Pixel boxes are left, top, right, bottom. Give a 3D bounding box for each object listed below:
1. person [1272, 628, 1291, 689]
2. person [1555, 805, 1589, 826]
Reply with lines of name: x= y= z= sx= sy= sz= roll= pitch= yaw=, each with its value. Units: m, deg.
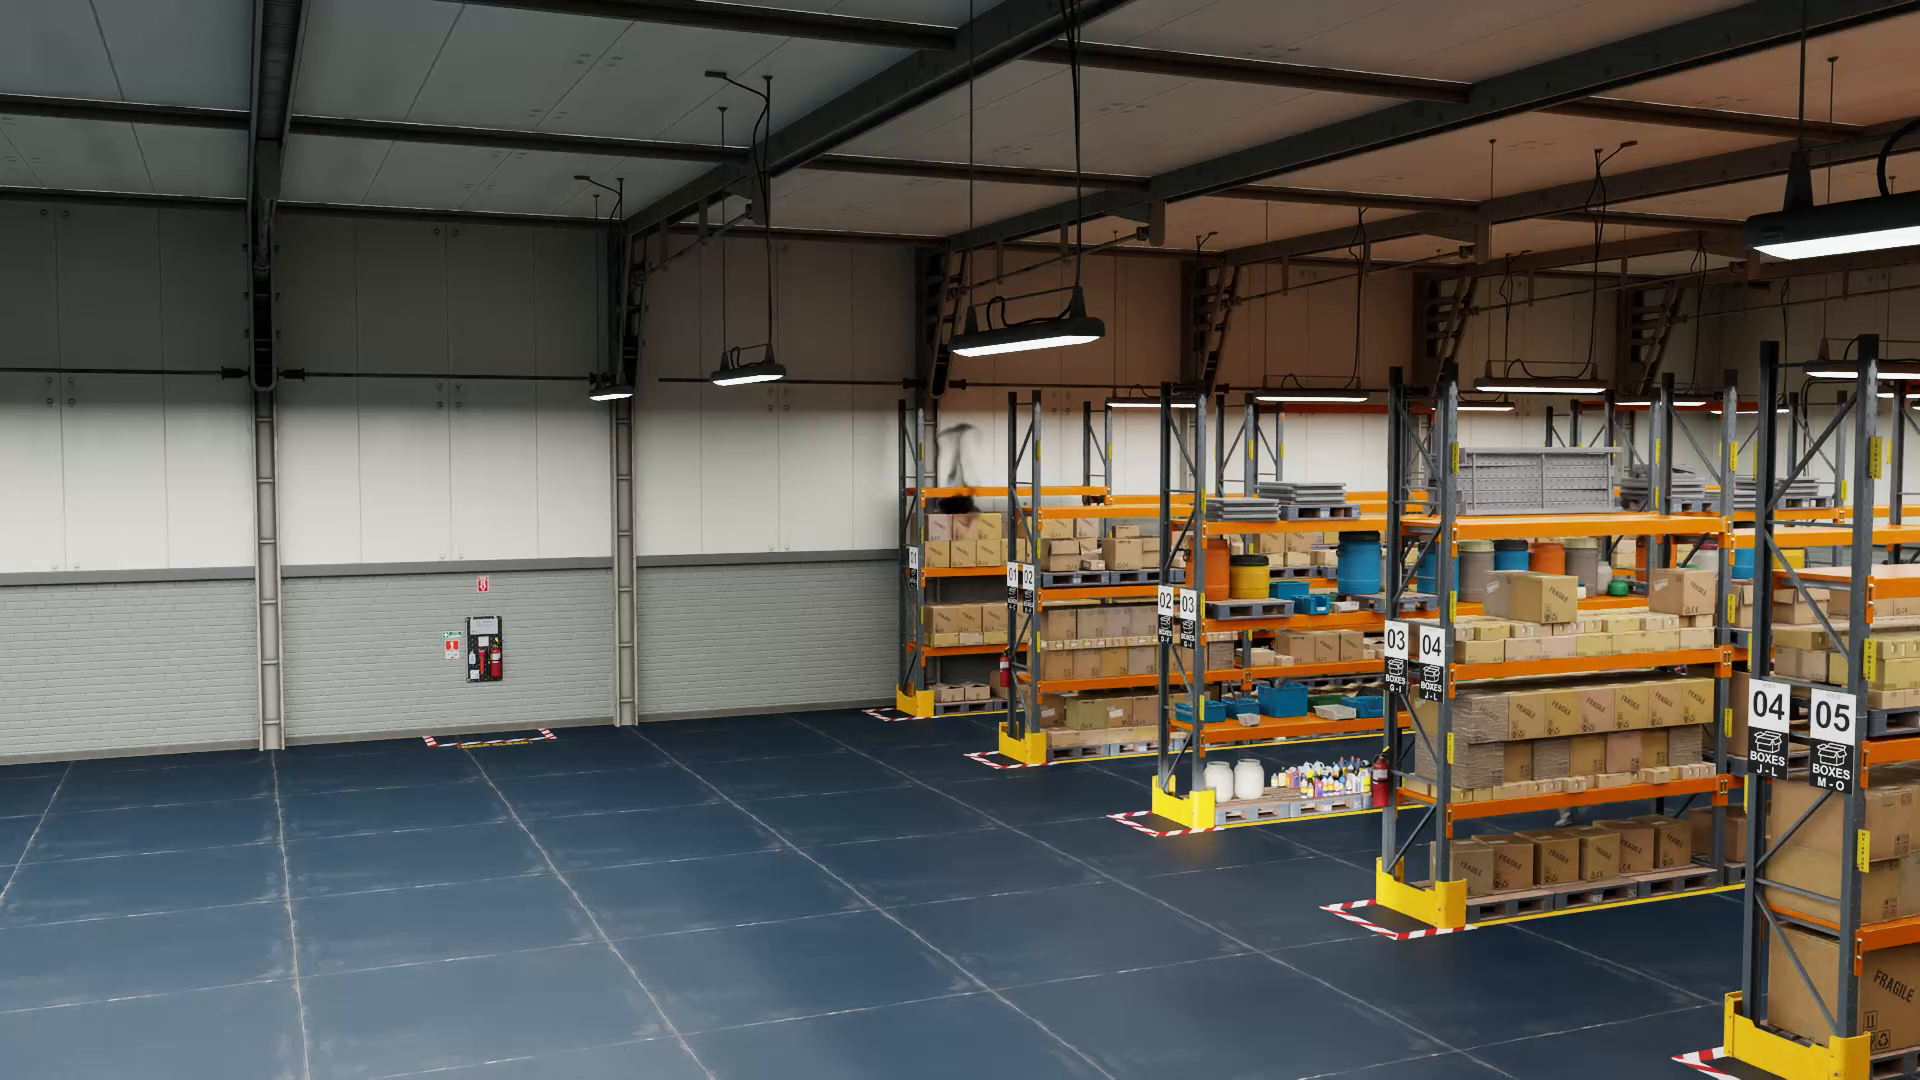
person: x=6.166 y=2.485 z=31.496 sx=0.918 sy=1.731 sz=0.599 roll=-2 pitch=4 yaw=-34
person: x=8.226 y=2.995 z=22.447 sx=0.584 sy=1.730 sz=0.661 roll=-2 pitch=4 yaw=-30
